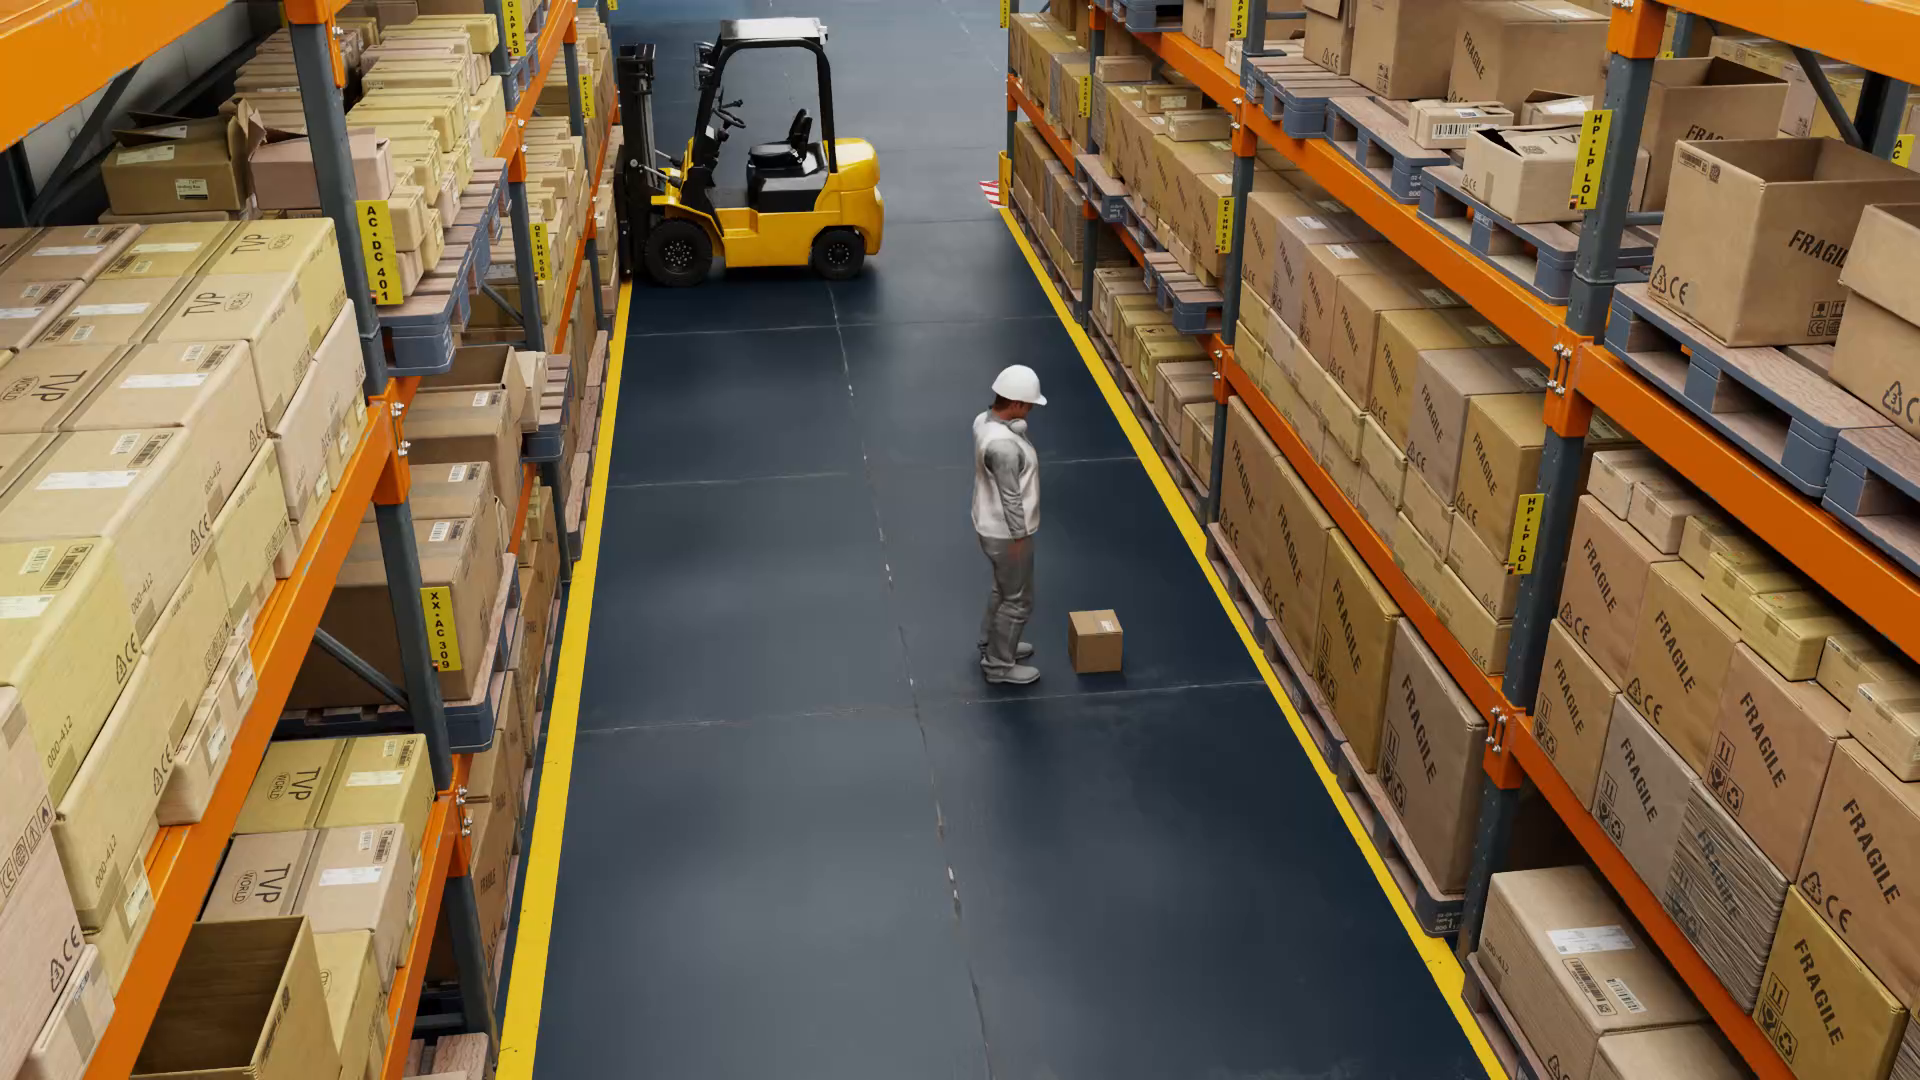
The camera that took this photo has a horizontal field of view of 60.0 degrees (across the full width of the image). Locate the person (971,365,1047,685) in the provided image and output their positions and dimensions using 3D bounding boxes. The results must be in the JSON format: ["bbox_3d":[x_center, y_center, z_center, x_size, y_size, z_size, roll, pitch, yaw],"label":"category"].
[{"bbox_3d":[0.255,-0.092,8.791,0.378,1.760,0.538,-3,27,-6],"label":"person"}]
